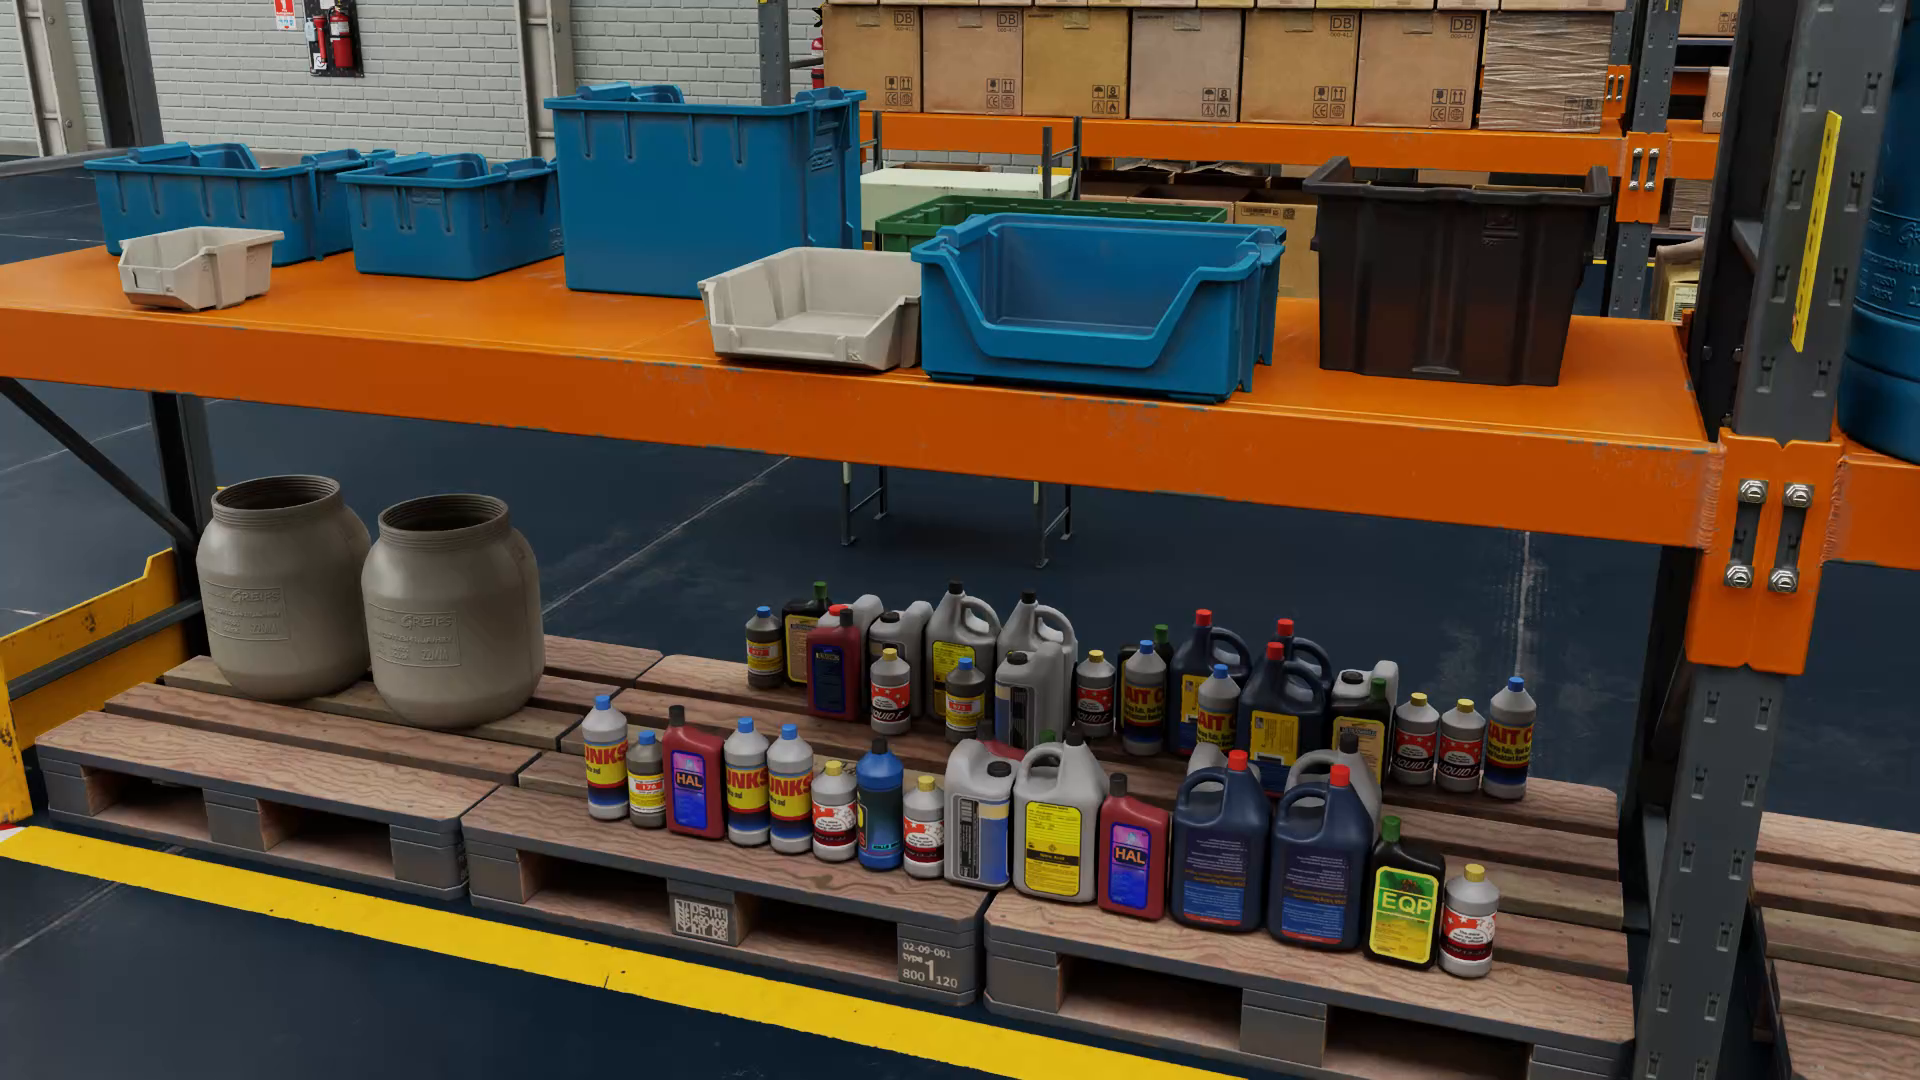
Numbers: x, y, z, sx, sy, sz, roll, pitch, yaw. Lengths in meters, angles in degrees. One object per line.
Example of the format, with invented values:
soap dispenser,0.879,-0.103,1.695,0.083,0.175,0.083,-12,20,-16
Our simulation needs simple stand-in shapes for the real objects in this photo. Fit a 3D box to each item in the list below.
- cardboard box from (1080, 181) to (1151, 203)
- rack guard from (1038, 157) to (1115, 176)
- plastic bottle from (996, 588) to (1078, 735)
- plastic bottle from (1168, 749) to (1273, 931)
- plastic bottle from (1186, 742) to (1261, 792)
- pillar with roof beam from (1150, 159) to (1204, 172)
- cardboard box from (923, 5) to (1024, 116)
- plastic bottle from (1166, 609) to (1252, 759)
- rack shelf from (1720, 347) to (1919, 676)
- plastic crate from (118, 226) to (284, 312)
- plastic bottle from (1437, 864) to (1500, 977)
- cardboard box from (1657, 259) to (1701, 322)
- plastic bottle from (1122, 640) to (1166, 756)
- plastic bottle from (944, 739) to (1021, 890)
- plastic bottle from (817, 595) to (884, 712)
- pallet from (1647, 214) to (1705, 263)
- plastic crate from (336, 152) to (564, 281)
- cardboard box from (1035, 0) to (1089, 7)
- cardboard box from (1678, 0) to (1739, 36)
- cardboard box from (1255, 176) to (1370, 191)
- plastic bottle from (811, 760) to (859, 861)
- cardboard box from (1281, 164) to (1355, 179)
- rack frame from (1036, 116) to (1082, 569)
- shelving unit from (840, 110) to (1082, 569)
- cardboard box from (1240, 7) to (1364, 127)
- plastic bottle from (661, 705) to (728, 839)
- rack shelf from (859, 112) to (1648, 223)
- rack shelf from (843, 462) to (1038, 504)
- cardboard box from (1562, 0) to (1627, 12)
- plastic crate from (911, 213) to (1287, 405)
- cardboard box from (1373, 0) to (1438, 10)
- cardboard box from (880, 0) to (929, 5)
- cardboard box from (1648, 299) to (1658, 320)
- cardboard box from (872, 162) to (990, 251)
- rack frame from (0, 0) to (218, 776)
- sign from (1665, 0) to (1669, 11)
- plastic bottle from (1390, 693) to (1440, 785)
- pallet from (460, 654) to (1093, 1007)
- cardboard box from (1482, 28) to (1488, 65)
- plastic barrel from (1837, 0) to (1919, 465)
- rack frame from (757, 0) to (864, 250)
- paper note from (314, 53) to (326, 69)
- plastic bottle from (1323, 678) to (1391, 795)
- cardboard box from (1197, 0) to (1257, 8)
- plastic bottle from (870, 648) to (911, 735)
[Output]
cardboard box,0.627,-1.467,8.127,0.500,0.500,0.500,7,20,18
rack guard,0.938,-2.795,13.336,0.348,0.500,1.175,7,20,18
plastic bottle,0.187,0.289,4.046,0.185,0.351,0.144,6,20,18
plastic bottle,0.509,0.571,3.238,0.185,0.351,0.144,5,20,15
plastic bottle,0.534,0.557,3.390,0.135,0.276,0.152,7,20,18
pillar with roof beam,0.398,-5.672,8.676,0.400,9.000,9.100,7,20,18
cardboard box,0.178,-2.381,8.198,0.500,0.500,0.700,7,20,19
plastic bottle,0.589,0.335,3.914,0.185,0.351,0.144,6,20,16
rack shelf,3.282,0.084,2.371,4.000,0.370,1.077,7,20,18
plastic crate,-1.645,-0.582,3.591,0.250,0.136,0.298,7,20,18
plastic bottle,0.948,0.700,3.095,0.097,0.201,0.097,0,19,0
cardboard box,3.331,-1.054,7.230,0.500,0.311,0.500,7,20,18
plastic bottle,0.437,0.368,3.940,0.097,0.271,0.097,0,19,0
plastic bottle,0.052,0.552,3.404,0.135,0.276,0.152,7,20,19
plastic bottle,-0.277,0.273,4.207,0.135,0.276,0.152,7,20,18
pallet,5.380,-2.152,11.928,1.213,0.211,1.003,7,20,18
plastic crate,-1.203,-0.800,4.041,0.408,0.251,0.499,7,20,18
cardboard box,0.520,-2.577,7.773,0.250,0.149,0.380,6,20,16
cardboard box,5.114,-3.741,11.432,0.500,0.500,0.700,7,20,18
cardboard box,1.742,-1.521,8.282,0.500,0.500,0.500,7,20,18
plastic bottle,-0.263,0.561,3.492,0.097,0.201,0.097,0,19,0
cardboard box,2.705,-2.752,12.544,0.500,0.500,0.700,5,20,15
rack frame,0.339,-0.669,5.718,0.023,1.500,0.400,7,20,18
shelving unit,-0.006,-0.709,5.831,0.755,1.500,0.431,7,20,18
cardboard box,1.628,-2.215,7.721,0.500,0.500,0.700,7,20,19
plastic bottle,-0.567,0.494,3.560,0.133,0.283,0.061,7,20,19
rack shelf,1.133,-1.888,8.027,4.000,0.370,1.077,7,20,18
rack shelf,-0.006,-0.401,5.939,0.720,0.370,0.431,7,20,18
cardboard box,2.695,-2.328,7.059,0.250,0.149,0.380,7,20,18
plastic crate,0.259,-0.436,2.997,0.616,0.251,0.499,7,20,18
cardboard box,1.966,-2.410,7.297,0.250,0.149,0.380,6,20,18
cardboard box,-0.206,-2.660,8.012,0.250,0.149,0.380,6,20,17
cardboard box,3.509,-0.957,7.803,0.500,0.250,0.500,6,20,18
cardboard box,-0.152,-1.732,8.888,0.500,0.500,0.500,7,20,18
rack frame,-2.385,-0.904,4.111,0.127,3.000,1.000,7,20,18
sign,2.842,-2.285,6.638,0.005,0.325,0.100,7,20,18
plastic bottle,1.044,0.449,3.813,0.097,0.201,0.097,0,19,0
pallet,-0.384,0.628,3.953,1.213,0.211,1.003,7,20,18
cardboard box,3.630,-3.504,11.768,0.500,0.250,0.500,7,20,18
plastic barrel,1.659,-0.572,2.399,0.708,0.901,0.600,7,20,18
rack frame,-0.756,-2.443,8.529,0.127,3.000,1.000,7,20,18
paper note,-6.323,-4.729,16.424,0.142,0.148,0.016,7,20,18
plastic bottle,0.887,0.439,3.717,0.133,0.283,0.061,7,20,18
cardboard box,1.244,-2.493,7.534,0.250,0.149,0.380,7,20,20
plastic bottle,-0.170,0.364,4.059,0.097,0.201,0.097,0,19,0
